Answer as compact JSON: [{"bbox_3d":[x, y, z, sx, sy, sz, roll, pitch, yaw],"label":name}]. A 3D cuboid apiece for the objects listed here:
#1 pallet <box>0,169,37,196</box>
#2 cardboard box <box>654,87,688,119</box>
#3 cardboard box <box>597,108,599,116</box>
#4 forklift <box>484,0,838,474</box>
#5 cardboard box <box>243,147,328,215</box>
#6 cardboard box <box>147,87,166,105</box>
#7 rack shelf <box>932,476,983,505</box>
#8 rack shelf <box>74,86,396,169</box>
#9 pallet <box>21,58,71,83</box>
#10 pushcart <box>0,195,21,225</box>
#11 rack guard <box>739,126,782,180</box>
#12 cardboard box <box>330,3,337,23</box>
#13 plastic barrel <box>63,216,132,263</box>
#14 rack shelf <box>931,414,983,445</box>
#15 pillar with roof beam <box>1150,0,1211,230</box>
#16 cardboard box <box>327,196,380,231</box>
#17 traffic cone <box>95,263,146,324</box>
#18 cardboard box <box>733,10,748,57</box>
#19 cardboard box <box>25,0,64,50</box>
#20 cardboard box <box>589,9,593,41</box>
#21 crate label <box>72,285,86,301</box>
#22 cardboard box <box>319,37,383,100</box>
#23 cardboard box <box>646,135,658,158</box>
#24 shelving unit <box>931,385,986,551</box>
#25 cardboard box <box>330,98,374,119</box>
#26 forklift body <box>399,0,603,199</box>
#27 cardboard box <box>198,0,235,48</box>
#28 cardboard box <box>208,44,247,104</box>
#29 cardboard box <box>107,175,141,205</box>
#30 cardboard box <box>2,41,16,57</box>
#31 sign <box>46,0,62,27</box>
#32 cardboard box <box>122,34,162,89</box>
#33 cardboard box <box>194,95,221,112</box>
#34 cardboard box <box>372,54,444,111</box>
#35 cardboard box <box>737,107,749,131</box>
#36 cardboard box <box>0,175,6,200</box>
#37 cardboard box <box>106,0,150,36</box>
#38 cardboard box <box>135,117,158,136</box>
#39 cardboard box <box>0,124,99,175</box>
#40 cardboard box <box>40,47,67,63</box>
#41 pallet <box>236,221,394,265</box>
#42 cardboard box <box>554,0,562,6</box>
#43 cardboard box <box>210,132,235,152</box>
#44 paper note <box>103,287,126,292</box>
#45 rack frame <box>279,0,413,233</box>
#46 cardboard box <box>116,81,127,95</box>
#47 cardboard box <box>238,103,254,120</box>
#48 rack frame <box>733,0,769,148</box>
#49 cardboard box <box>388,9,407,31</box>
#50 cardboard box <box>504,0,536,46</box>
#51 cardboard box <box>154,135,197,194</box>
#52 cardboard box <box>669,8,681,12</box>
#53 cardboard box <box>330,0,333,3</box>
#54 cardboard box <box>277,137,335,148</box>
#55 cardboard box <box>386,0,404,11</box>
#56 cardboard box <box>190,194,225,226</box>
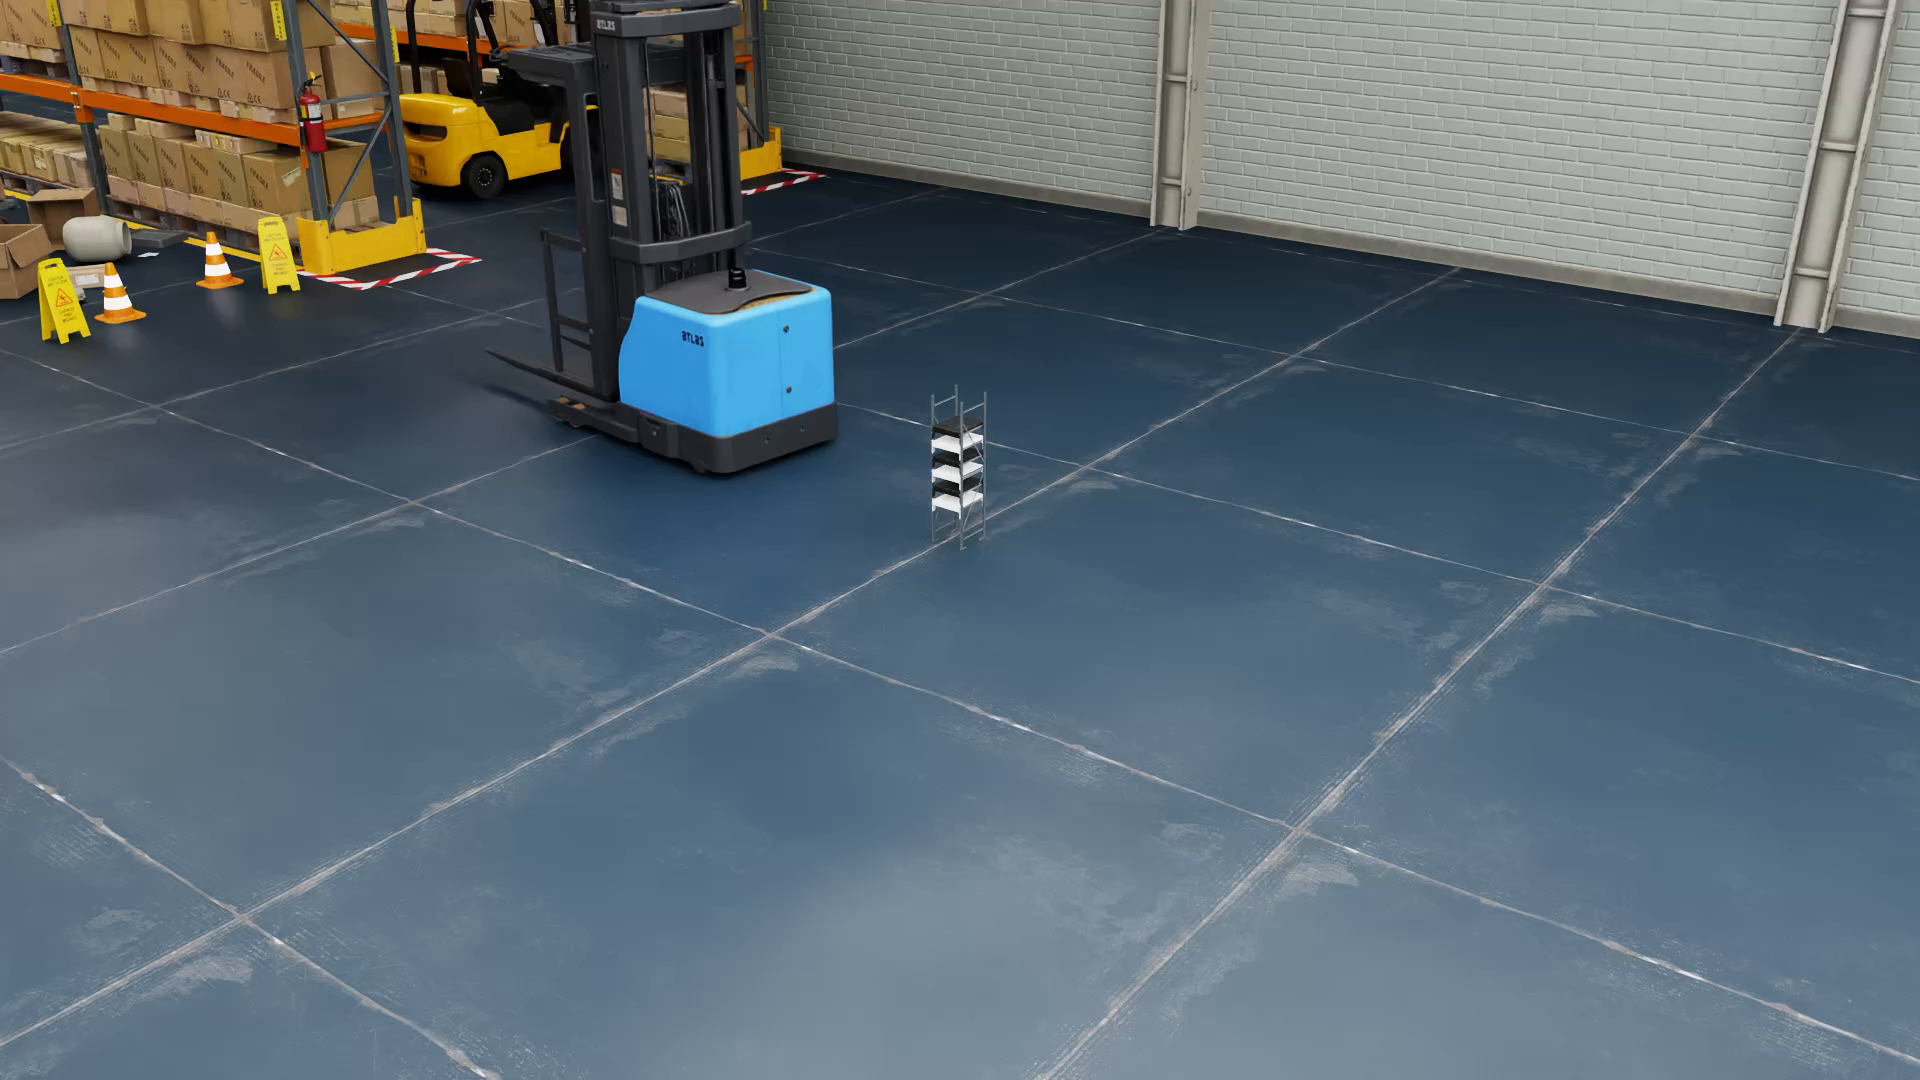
[{"bbox_3d":[-10.364,-4.175,18.964,1.213,0.211,1.003,17,29,33],"label":"pallet"},{"bbox_3d":[-3.141,-5.006,19.041,0.500,0.250,0.500,18,29,35],"label":"cardboard box"},{"bbox_3d":[-3.983,-5.026,19.706,0.500,0.250,0.500,16,28,32],"label":"cardboard box"},{"bbox_3d":[-2.239,-2.252,11.226,3.031,2.935,1.130,21,31,39],"label":"forklift"},{"bbox_3d":[-6.356,-3.388,15.679,0.500,0.500,0.500,17,29,34],"label":"cardboard box"},{"bbox_3d":[-7.682,-4.362,16.241,0.250,0.149,0.380,17,29,34],"label":"cardboard box"},{"bbox_3d":[-0.006,-0.301,9.623,0.200,0.077,0.258,17,29,33],"label":"rack shelf"},{"bbox_3d":[-7.159,-4.156,16.354,4.000,0.370,1.077,17,29,33],"label":"rack shelf"},{"bbox_3d":[-9.284,-5.113,17.871,1.213,0.211,1.003,17,29,33],"label":"pallet"},{"bbox_3d":[-10.087,-3.021,16.138,0.936,0.377,1.648,7,25,15],"label":"pushcart"},{"bbox_3d":[-2.566,-4.454,19.239,0.348,0.500,1.175,17,29,33],"label":"rack guard"},{"bbox_3d":[-8.379,-7.160,22.467,0.500,0.250,0.500,16,28,32],"label":"cardboard box"},{"bbox_3d":[-8.120,-2.833,15.656,0.512,0.421,0.421,-5,24,-12],"label":"plastic barrel"},{"bbox_3d":[-0.006,-0.630,9.478,0.200,0.077,0.258,17,29,33],"label":"rack shelf"},{"bbox_3d":[-0.382,-5.968,12.135,0.400,9.000,9.100,17,29,33],"label":"pillar with roof beam"},{"bbox_3d":[-6.039,-3.220,16.226,0.500,0.250,0.500,17,29,33],"label":"cardboard box"},{"bbox_3d":[-7.070,-2.088,13.915,0.334,0.463,0.336,17,29,33],"label":"traffic cone"},{"bbox_3d":[-2.815,-5.859,19.203,0.500,0.500,0.500,18,29,35],"label":"cardboard box"},{"bbox_3d":[-9.267,-5.380,17.227,0.500,0.500,0.500,16,29,32],"label":"cardboard box"},{"bbox_3d":[-3.956,-5.936,19.378,0.500,0.500,0.500,16,29,32],"label":"cardboard box"},{"bbox_3d":[-7.737,-2.109,14.367,0.298,0.136,0.250,3,24,6],"label":"crate label"},{"bbox_3d":[-5.772,-4.387,15.494,0.500,0.500,0.500,16,29,33],"label":"cardboard box"},{"bbox_3d":[-3.543,-4.673,19.524,0.500,0.250,0.500,17,29,33],"label":"cardboard box"},{"bbox_3d":[-0.006,-0.414,9.573,0.210,0.900,0.258,17,29,33],"label":"shelving unit"},{"bbox_3d":[-5.707,-4.035,15.500,0.250,0.149,0.380,17,29,33],"label":"cardboard box"},{"bbox_3d":[-5.197,-5.085,18.624,1.214,2.155,2.313,17,29,33],"label":"forklift body"},{"bbox_3d":[-6.499,-4.819,15.233,0.500,0.500,0.700,17,29,34],"label":"cardboard box"},{"bbox_3d":[-6.556,-4.348,15.406,0.500,0.500,0.500,17,29,33],"label":"cardboard box"},{"bbox_3d":[-8.450,-3.673,17.255,0.500,0.250,0.500,15,28,31],"label":"cardboard box"},{"bbox_3d":[-9.971,-5.262,17.763,0.250,0.149,0.380,17,29,34],"label":"cardboard box"},{"bbox_3d":[-9.090,-5.319,16.665,0.005,0.325,0.100,17,29,33],"label":"sign"},{"bbox_3d":[-7.765,-4.715,16.237,0.500,0.500,0.500,17,29,33],"label":"cardboard box"},{"bbox_3d":[-7.052,-4.195,15.861,0.250,0.149,0.380,16,29,33],"label":"cardboard box"},{"bbox_3d":[-7.429,-6.170,22.458,0.625,0.625,0.875,15,28,31],"label":"cardboard box"},{"bbox_3d":[-2.837,-4.947,19.527,0.500,0.250,0.500,17,29,34],"label":"cardboard box"},{"bbox_3d":[-9.803,-3.590,16.338,0.500,0.500,0.500,17,29,33],"label":"cardboard box"},{"bbox_3d":[-7.757,-5.171,16.033,0.500,0.500,0.700,16,28,32],"label":"cardboard box"},{"bbox_3d":[-7.973,-4.140,16.580,0.250,0.149,0.380,18,30,35],"label":"cardboard box"},{"bbox_3d":[-10.316,-4.425,18.810,0.625,0.372,0.950,18,29,35],"label":"cardboard box"},{"bbox_3d":[-9.337,-5.081,17.353,0.250,0.149,0.380,17,29,34],"label":"cardboard box"},{"bbox_3d":[-6.249,-2.952,16.187,1.213,0.211,1.003,17,29,33],"label":"pallet"},{"bbox_3d":[-4.682,-6.433,19.701,0.250,0.149,0.380,16,28,32],"label":"cardboard box"},{"bbox_3d":[-6.890,-3.814,15.840,0.250,0.149,0.380,17,29,34],"label":"cardboard box"},{"bbox_3d":[-7.509,-2.229,14.771,0.142,0.019,0.148,7,25,15],"label":"paper note"},{"bbox_3d":[-5.559,-4.001,15.111,0.127,3.000,1.000,17,29,33],"label":"rack frame"},{"bbox_3d":[-8.236,-4.575,16.725,0.250,0.149,0.380,17,29,33],"label":"cardboard box"},{"bbox_3d":[-6.448,-4.002,15.425,0.250,0.149,0.380,16,29,32],"label":"cardboard box"},{"bbox_3d":[-2.585,-5.604,18.748,0.127,3.000,1.000,17,29,33],"label":"rack frame"},{"bbox_3d":[-7.131,-6.790,21.626,0.500,0.250,0.500,17,29,34],"label":"cardboard box"},{"bbox_3d":[-5.161,-6.305,20.215,0.500,0.500,0.500,17,29,34],"label":"cardboard box"},{"bbox_3d":[-7.600,-3.764,16.533,0.500,0.500,0.500,19,30,36],"label":"cardboard box"},{"bbox_3d":[-3.031,-5.940,18.582,0.250,0.149,0.380,17,29,34],"label":"cardboard box"},{"bbox_3d":[-8.378,-7.391,22.370,0.500,0.250,0.500,18,29,35],"label":"cardboard box"},{"bbox_3d":[-6.479,-3.693,16.372,0.500,0.500,0.500,16,28,31],"label":"cardboard box"},{"bbox_3d":[-7.154,-7.015,21.517,0.500,0.250,0.500,17,29,34],"label":"cardboard box"},{"bbox_3d":[-7.199,-3.297,16.401,0.500,0.250,0.500,16,28,31],"label":"cardboard box"}]
